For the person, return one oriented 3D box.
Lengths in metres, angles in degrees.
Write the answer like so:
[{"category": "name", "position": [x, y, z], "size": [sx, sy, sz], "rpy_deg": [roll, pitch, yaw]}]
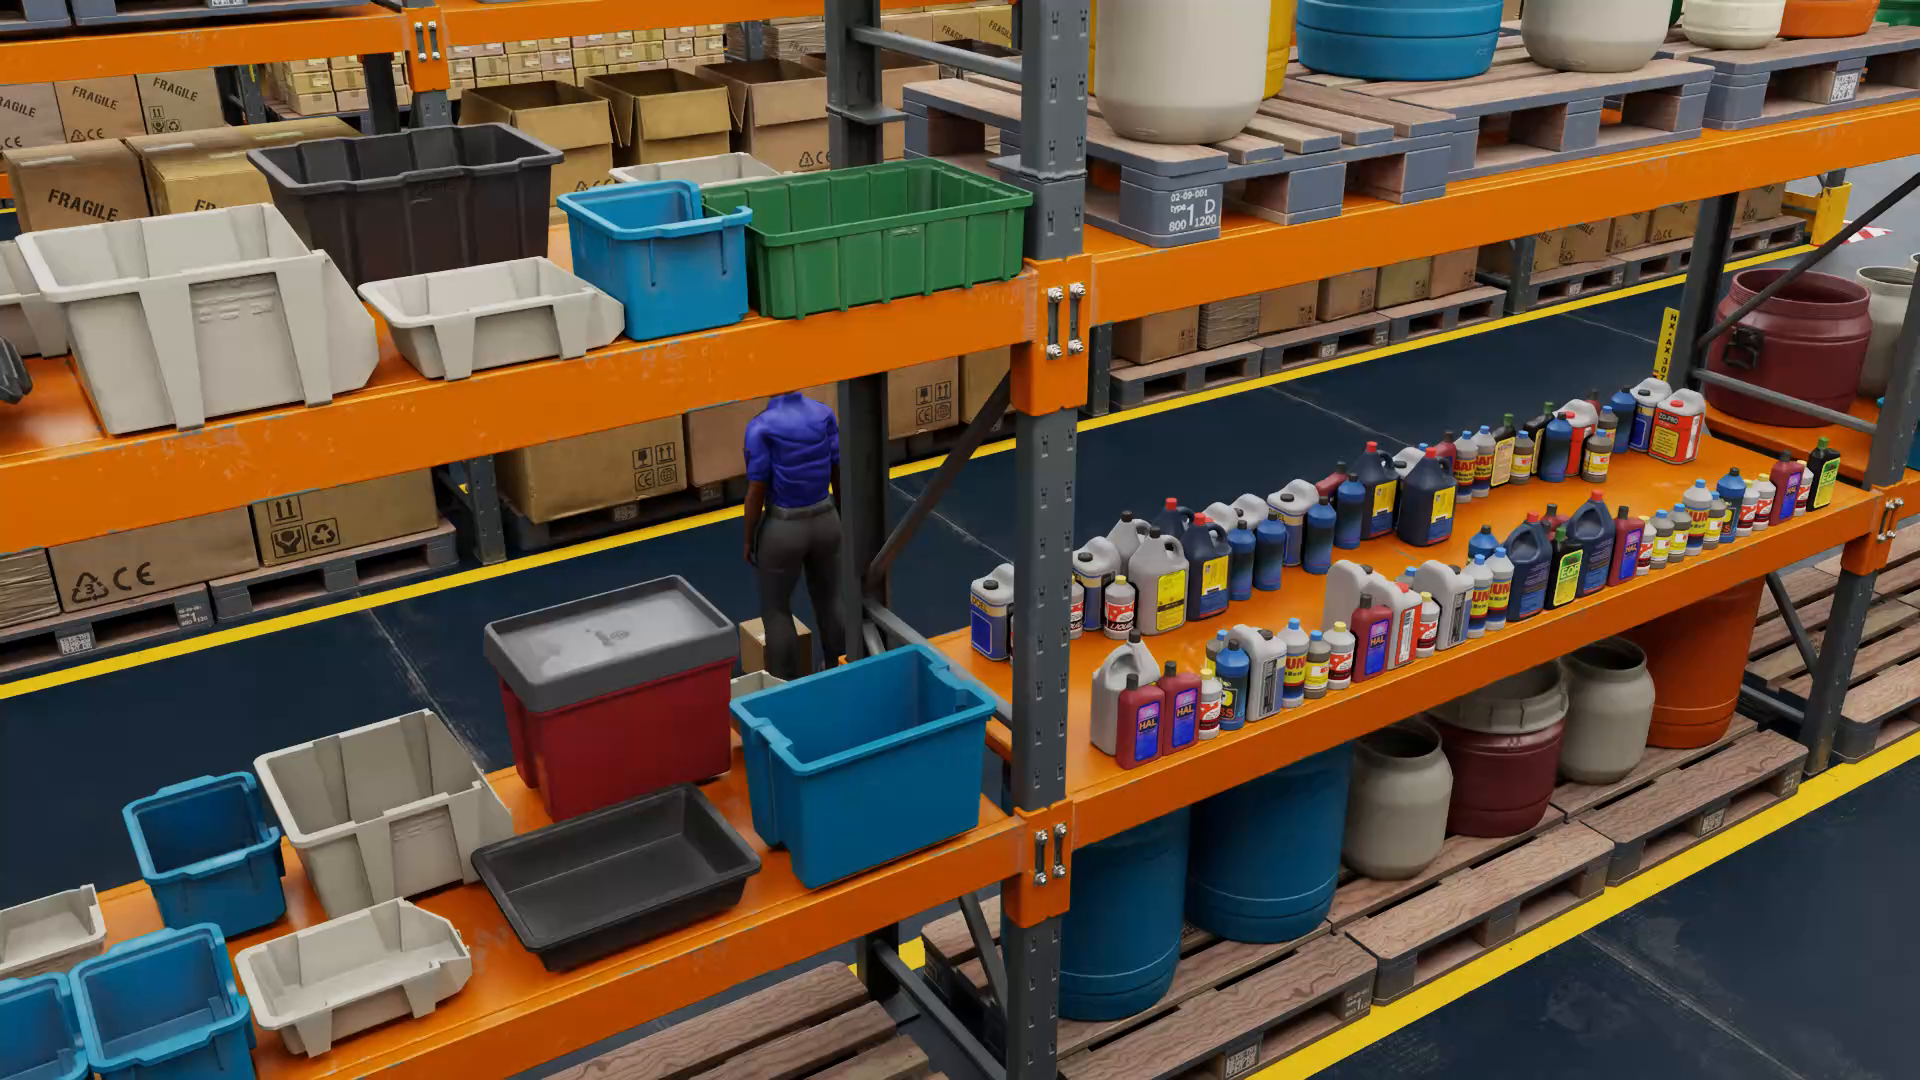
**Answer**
[{"category": "person", "position": [-0.706, -0.043, 7.204], "size": [0.505, 1.655, 0.347], "rpy_deg": [-15, 29, -29]}]
